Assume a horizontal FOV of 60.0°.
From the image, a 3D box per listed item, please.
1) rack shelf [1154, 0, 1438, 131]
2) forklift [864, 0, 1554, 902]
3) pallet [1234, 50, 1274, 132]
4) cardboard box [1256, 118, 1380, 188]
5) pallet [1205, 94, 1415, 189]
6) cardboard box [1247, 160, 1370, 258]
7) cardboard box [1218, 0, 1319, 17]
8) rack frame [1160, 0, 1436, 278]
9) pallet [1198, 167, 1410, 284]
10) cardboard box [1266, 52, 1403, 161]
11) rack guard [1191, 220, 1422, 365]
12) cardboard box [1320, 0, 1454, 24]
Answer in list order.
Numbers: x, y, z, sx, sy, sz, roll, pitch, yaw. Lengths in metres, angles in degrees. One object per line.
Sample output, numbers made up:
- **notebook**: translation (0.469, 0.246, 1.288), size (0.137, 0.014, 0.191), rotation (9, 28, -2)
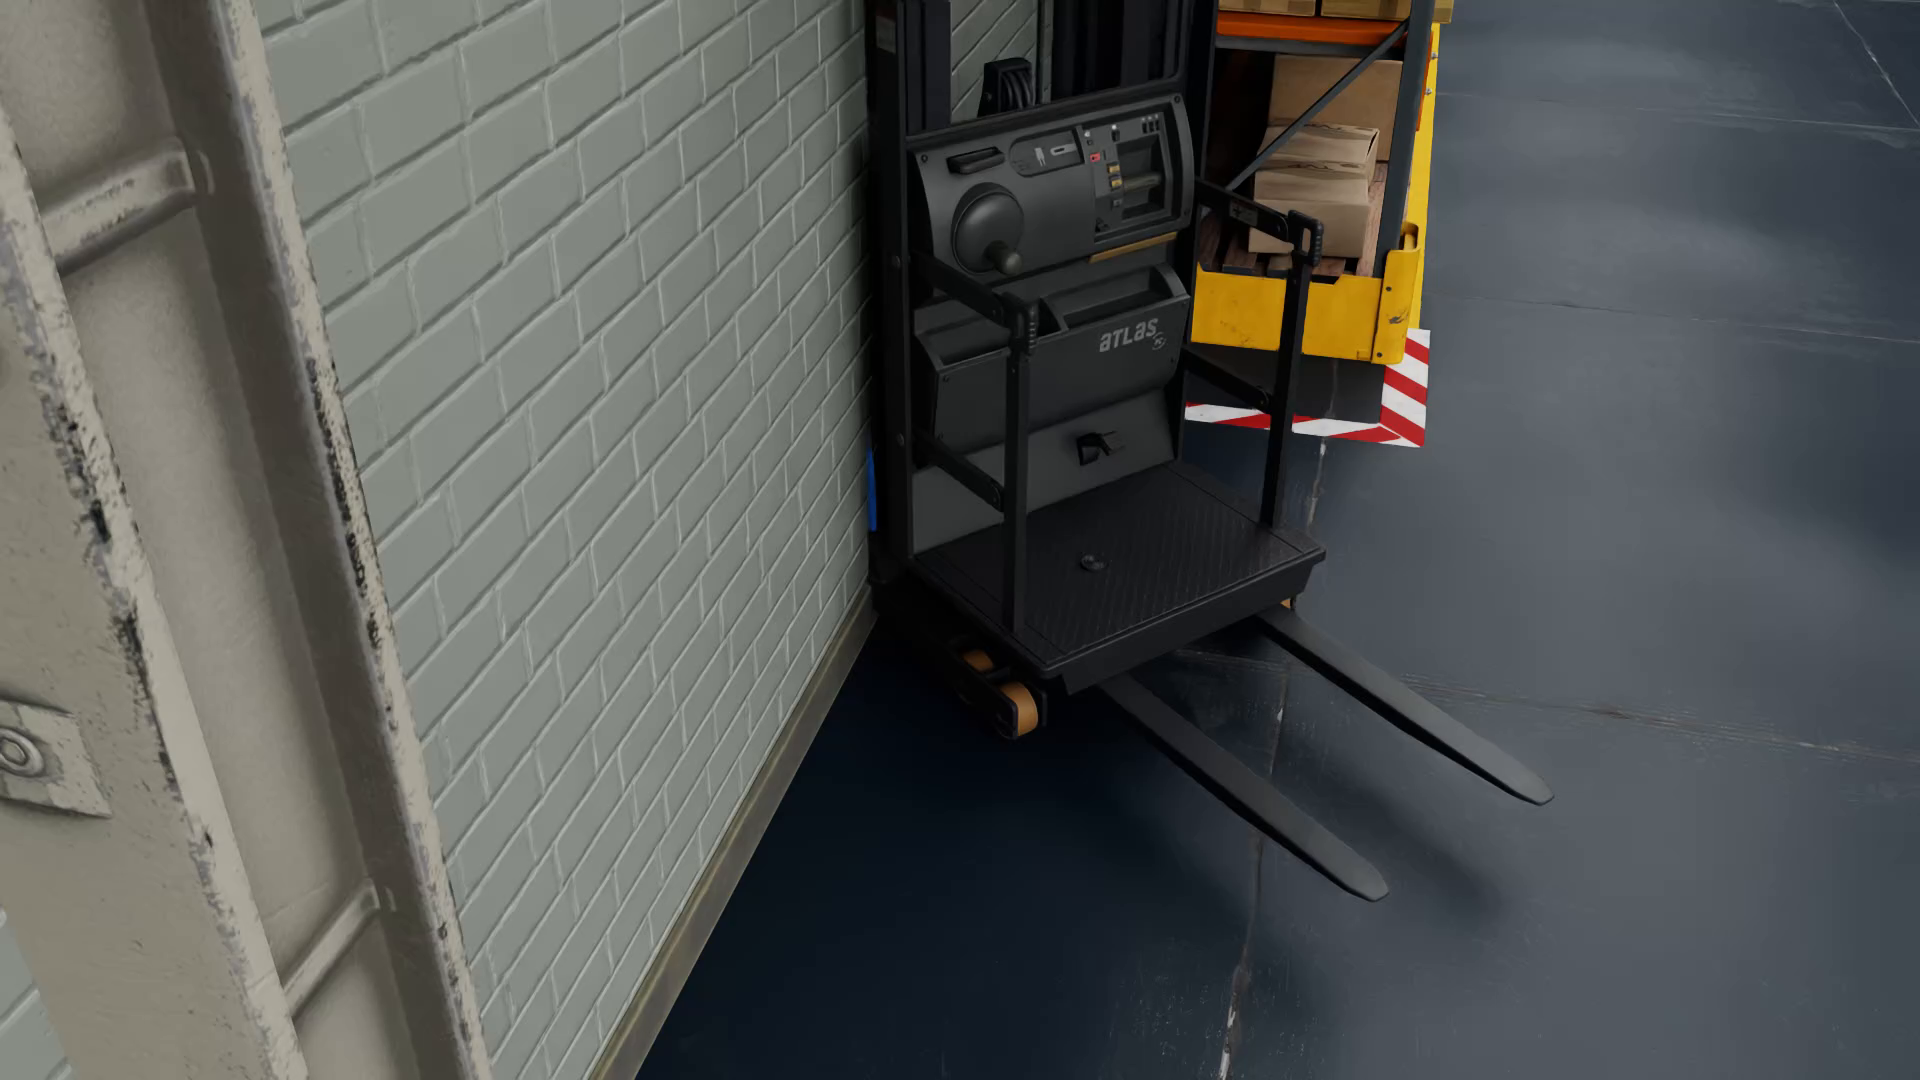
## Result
- **rack shelf**: translation (1.794, -2.847, 8.104), size (1.077, 0.370, 4.000), rotation (8, 33, 12)
- **forklift**: translation (0.404, -0.954, 4.519), size (1.130, 2.935, 3.031), rotation (-20, 38, -29)
- **pallet**: translation (2.166, -2.659, 9.735), size (1.003, 0.211, 1.213), rotation (8, 33, 12)
- **cardboard box**: translation (1.694, -1.807, 7.892), size (0.500, 0.311, 0.500), rotation (11, 34, 16)
- **pallet**: translation (1.858, -2.024, 8.736), size (1.003, 0.211, 1.213), rotation (8, 33, 12)
- **cardboard box**: translation (1.550, -1.511, 7.427), size (0.500, 0.311, 0.500), rotation (4, 33, 7)
- **cardboard box**: translation (1.218, -2.327, 6.736), size (0.500, 0.250, 0.500), rotation (8, 33, 13)
- **rack frame**: translation (1.287, -2.113, 6.278), size (1.000, 3.000, 0.127), rotation (8, 33, 12)
- **pallet**: translation (1.547, -1.393, 7.744), size (1.003, 0.211, 1.213), rotation (8, 33, 12)
- **cardboard box**: translation (1.929, -2.260, 8.430), size (0.700, 0.500, 0.500), rotation (6, 33, 9)
- **rack guard**: translation (1.306, -1.098, 7.011), size (1.175, 0.500, 0.348), rotation (8, 33, 12)
- **cardboard box**: translation (1.718, -2.268, 6.643), size (0.500, 0.250, 0.500), rotation (7, 33, 11)
